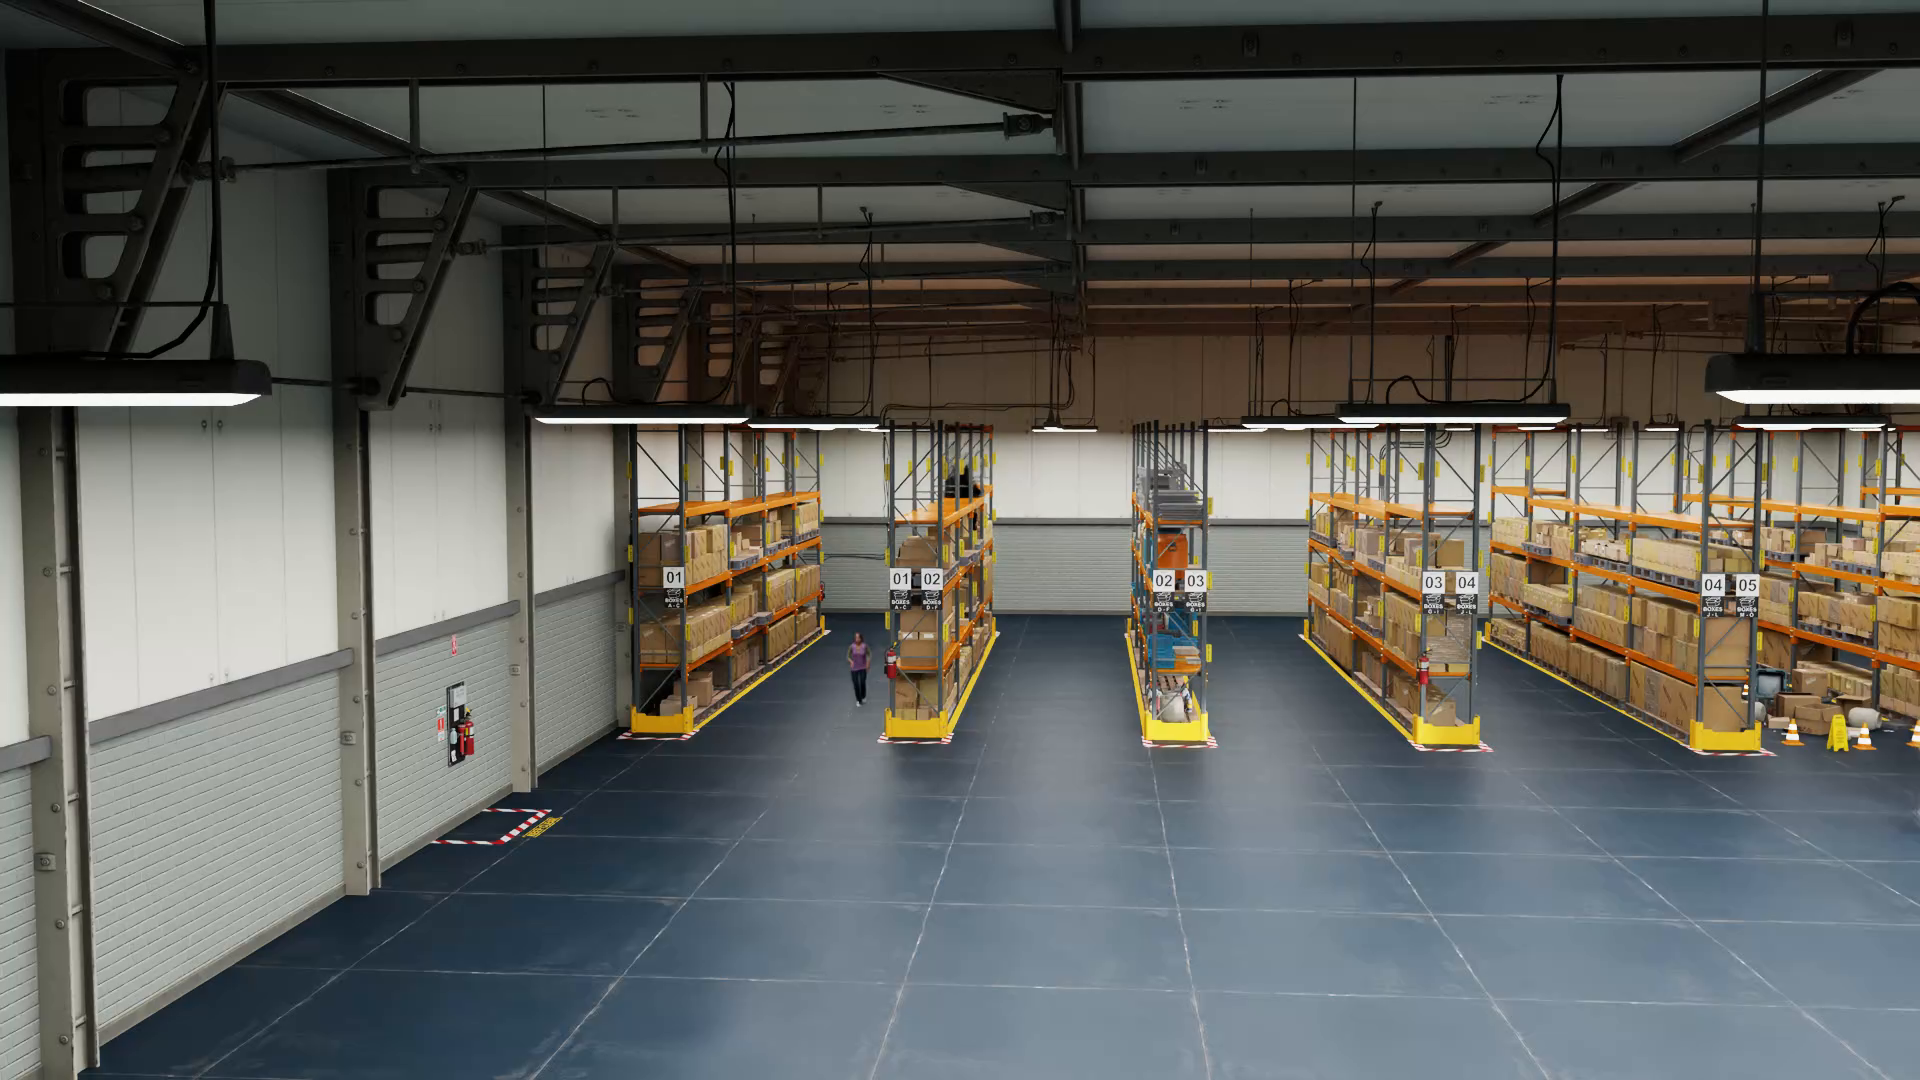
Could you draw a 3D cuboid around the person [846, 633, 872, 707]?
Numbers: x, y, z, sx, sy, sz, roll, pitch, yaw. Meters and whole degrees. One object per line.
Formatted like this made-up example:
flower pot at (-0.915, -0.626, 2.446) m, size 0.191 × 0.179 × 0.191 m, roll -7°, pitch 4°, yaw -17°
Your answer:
person at (-2.129, 2.724, 34.839) m, size 0.541 × 1.568 × 0.604 m, roll 0°, pitch 4°, yaw 1°
